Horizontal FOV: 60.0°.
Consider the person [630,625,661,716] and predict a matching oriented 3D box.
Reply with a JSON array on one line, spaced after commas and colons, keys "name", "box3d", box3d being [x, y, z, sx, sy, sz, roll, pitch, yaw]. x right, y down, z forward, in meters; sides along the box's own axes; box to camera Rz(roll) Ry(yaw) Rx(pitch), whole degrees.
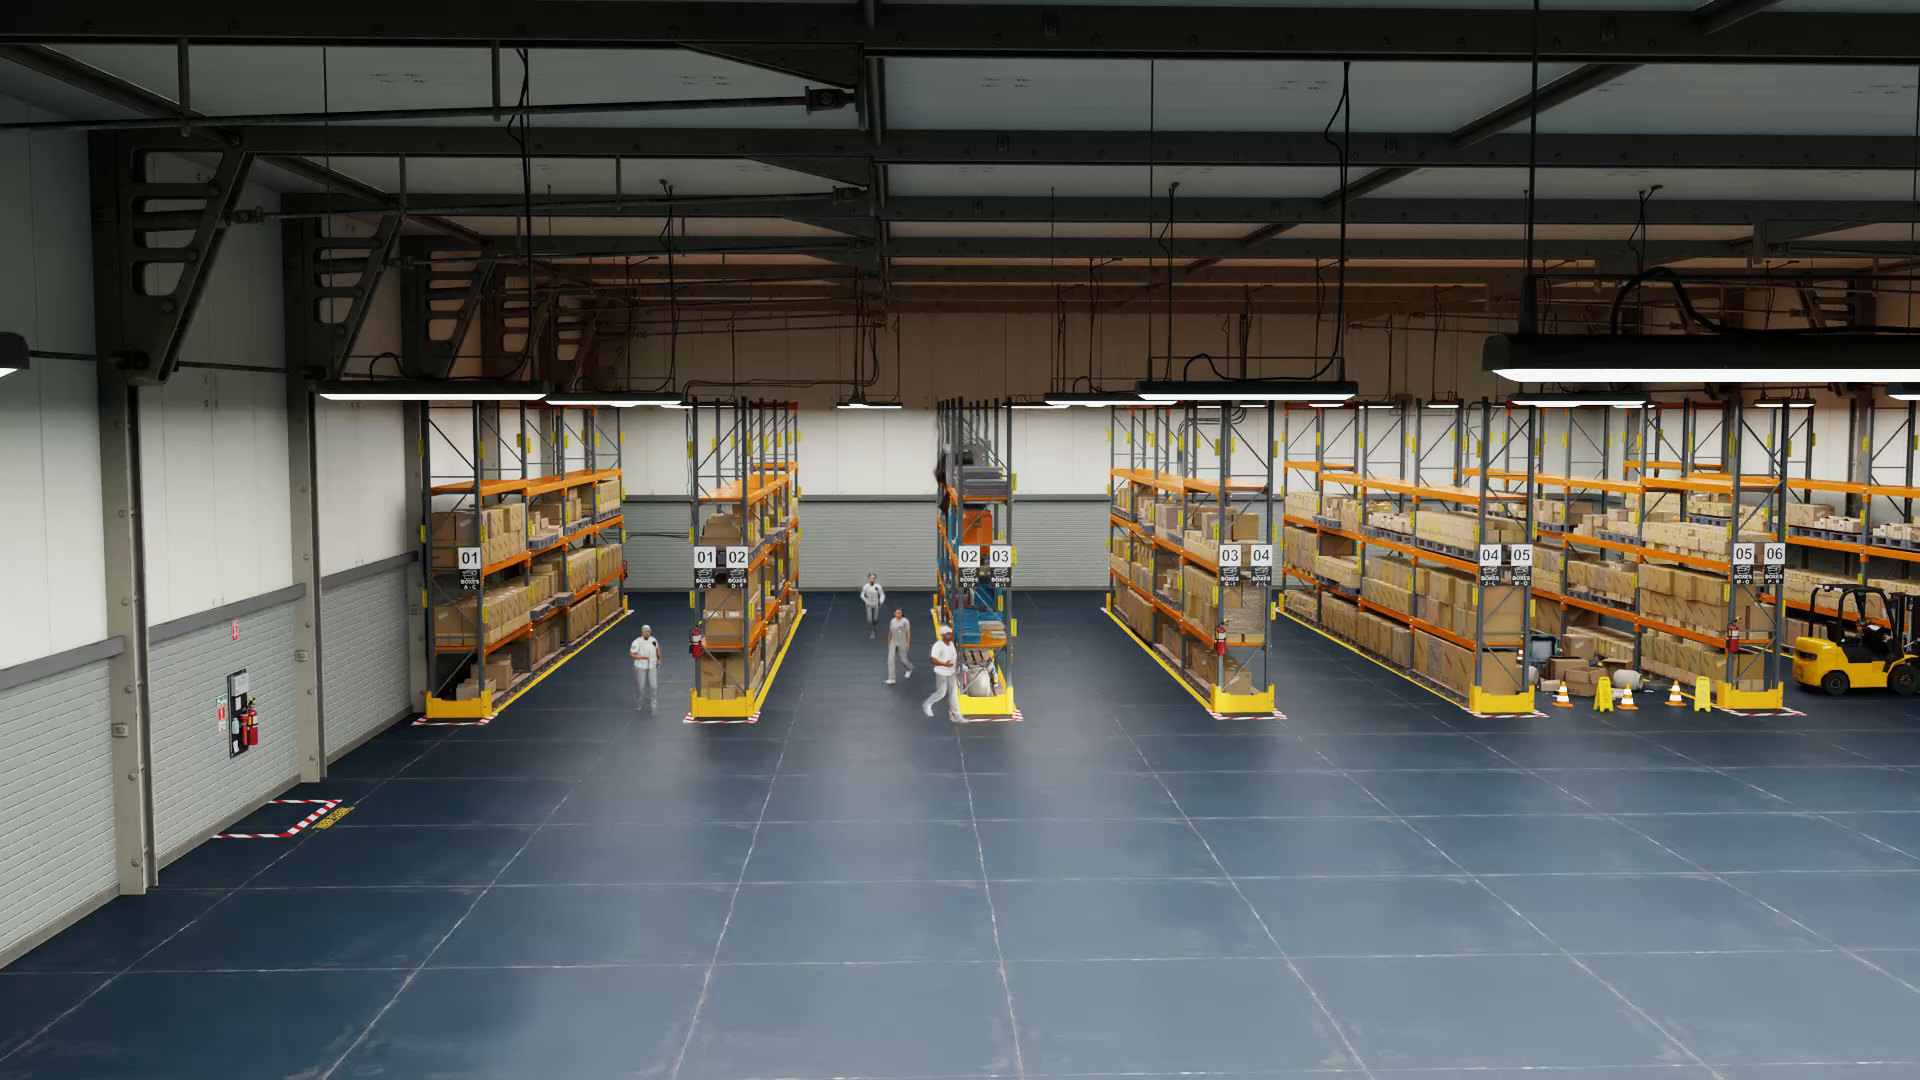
[{"name": "person", "box3d": [-5.972, 2.460, 31.588, 0.617, 1.723, 0.784, -2, 5, -26]}]

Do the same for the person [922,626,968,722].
[{"name": "person", "box3d": [-0.275, 2.454, 30.609, 0.991, 1.758, 0.715, 4, 6, 39]}]

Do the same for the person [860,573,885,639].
[{"name": "person", "box3d": [-2.219, 1.655, 42.126, 0.616, 1.659, 0.554, 0, 4, -1]}]

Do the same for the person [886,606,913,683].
[{"name": "person", "box3d": [-1.285, 2.185, 35.055, 0.528, 1.632, 0.790, 2, 5, 20]}]
